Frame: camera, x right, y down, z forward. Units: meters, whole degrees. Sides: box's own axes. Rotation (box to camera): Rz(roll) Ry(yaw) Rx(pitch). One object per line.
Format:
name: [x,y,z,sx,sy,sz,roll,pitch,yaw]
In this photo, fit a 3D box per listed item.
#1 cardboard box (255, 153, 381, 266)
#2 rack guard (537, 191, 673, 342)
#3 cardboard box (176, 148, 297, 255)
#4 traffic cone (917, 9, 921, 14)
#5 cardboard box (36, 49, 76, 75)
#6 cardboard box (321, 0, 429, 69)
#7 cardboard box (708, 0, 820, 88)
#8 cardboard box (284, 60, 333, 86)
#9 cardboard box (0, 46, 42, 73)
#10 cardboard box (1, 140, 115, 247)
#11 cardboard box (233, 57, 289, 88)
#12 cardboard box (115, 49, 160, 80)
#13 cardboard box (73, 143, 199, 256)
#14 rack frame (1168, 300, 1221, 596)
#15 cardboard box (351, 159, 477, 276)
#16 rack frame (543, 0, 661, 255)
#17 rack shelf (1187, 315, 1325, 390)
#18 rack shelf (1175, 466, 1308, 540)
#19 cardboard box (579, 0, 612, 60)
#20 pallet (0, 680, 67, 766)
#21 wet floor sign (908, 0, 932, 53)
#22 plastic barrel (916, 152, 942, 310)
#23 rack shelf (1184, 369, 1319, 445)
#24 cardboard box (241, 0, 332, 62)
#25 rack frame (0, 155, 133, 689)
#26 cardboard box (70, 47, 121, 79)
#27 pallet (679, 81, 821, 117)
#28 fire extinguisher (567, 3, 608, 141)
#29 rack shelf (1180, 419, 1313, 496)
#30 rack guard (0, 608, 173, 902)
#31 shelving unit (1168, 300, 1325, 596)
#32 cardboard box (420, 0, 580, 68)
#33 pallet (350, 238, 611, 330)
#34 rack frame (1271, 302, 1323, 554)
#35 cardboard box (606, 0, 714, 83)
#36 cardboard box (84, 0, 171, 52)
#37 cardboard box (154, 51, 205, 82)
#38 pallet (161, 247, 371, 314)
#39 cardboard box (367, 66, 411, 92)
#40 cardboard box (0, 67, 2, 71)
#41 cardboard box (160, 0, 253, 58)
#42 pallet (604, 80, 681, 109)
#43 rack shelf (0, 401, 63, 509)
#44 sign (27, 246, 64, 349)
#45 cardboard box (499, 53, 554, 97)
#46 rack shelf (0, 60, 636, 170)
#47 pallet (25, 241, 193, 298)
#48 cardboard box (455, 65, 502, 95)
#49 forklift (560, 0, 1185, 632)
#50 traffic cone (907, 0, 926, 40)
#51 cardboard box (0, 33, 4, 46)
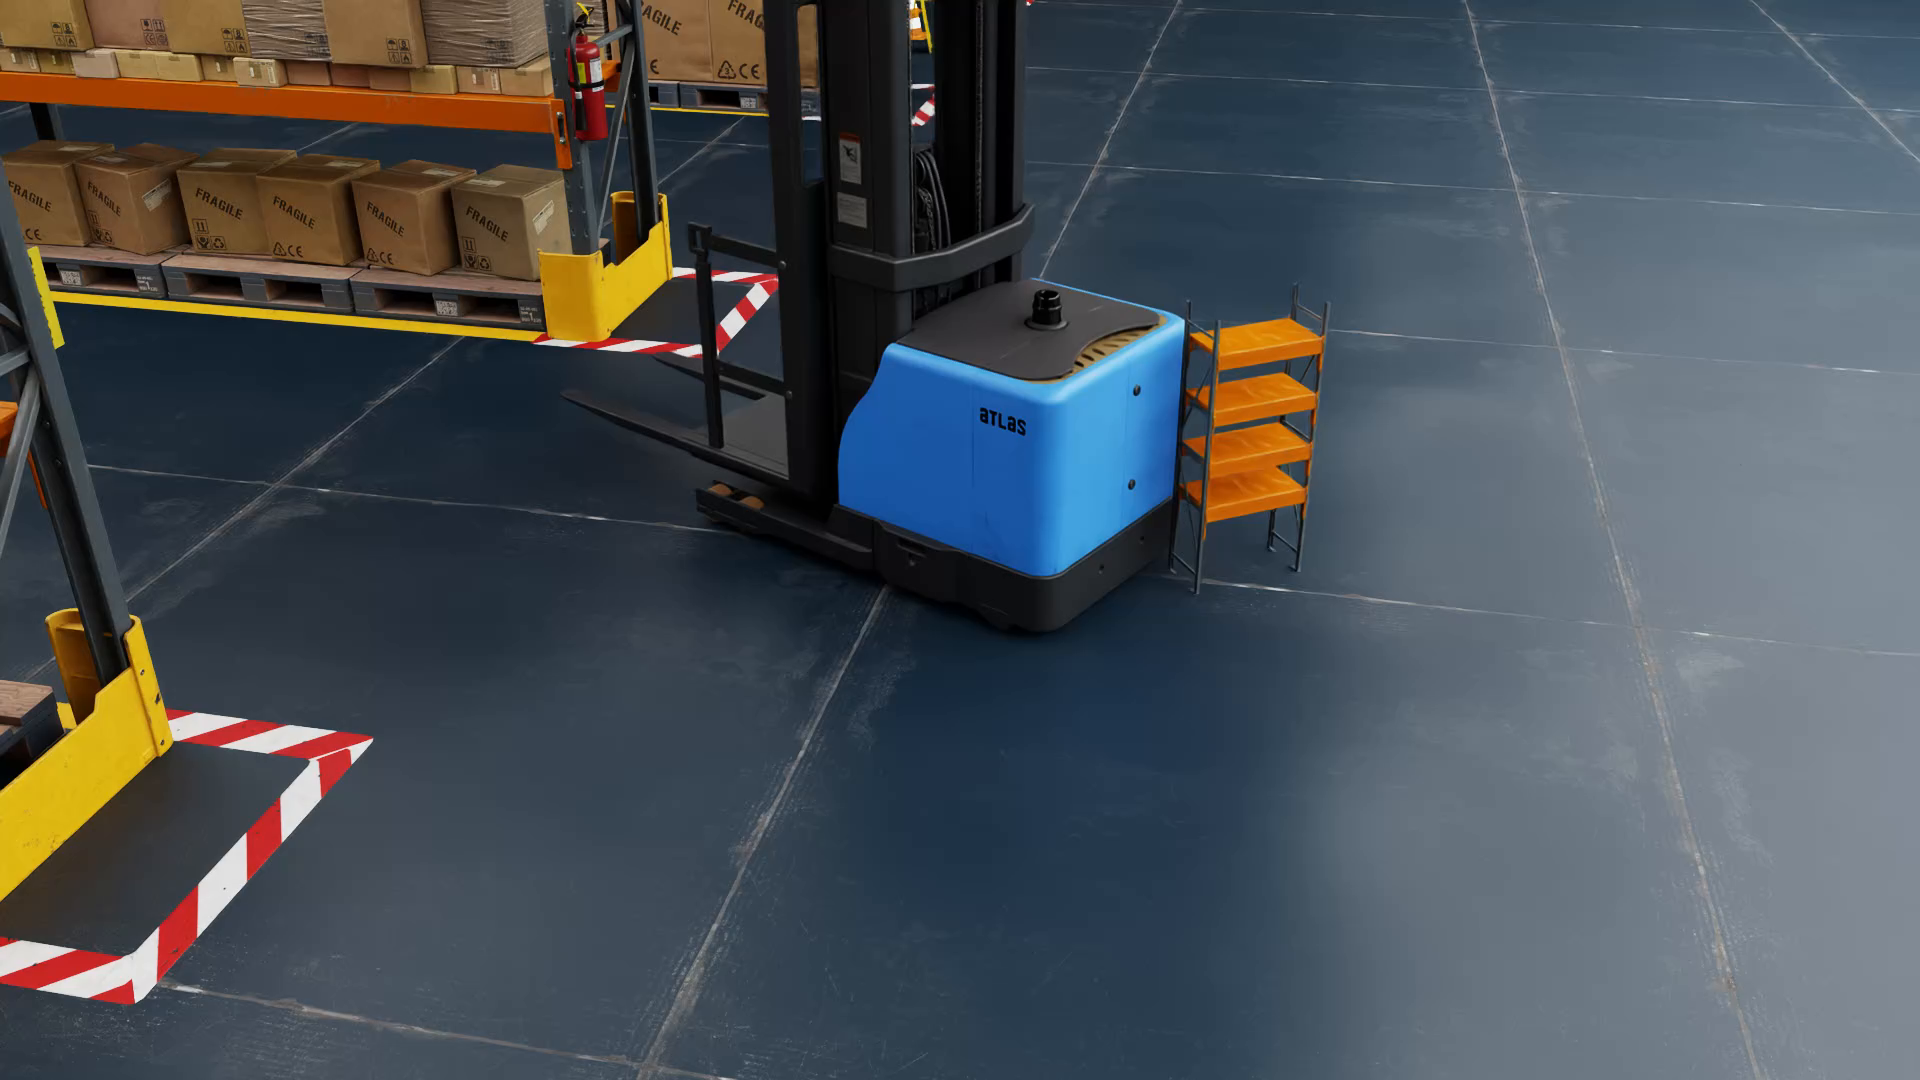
cardboard box: [-3.772,-1.968,9.886,0.500,0.500,0.500,9,30,15]
rack guard: [-2.039,-1.605,9.661,0.348,0.500,1.175,6,29,11]
cardboard box: [-4.308,-2.045,10.027,0.500,0.500,0.500,3,29,6]
traffic cone: [-0.585,-5.673,17.129,0.334,0.463,0.336,6,29,11]
cardboard box: [-4.990,-2.758,9.426,0.250,0.149,0.380,6,29,11]
cardboard box: [-3.011,-2.930,9.065,0.500,0.500,0.875,6,29,11]
cardboard box: [-1.507,-4.302,13.760,0.875,0.875,0.875,6,29,11]
cardboard box: [-3.512,-2.633,9.198,0.250,0.149,0.380,6,29,11]
cardboard box: [-5.237,-2.779,9.464,0.250,0.149,0.380,6,29,11]
cardboard box: [-5.493,-2.124,10.172,0.500,0.500,0.500,5,29,9]
cardboard box: [-3.775,-2.617,9.167,0.250,0.149,0.380,6,29,11]
cardboard box: [-4.501,-2.708,9.335,0.250,0.149,0.380,6,29,11]
cardboard box: [-4.932,-2.070,10.073,0.500,0.500,0.500,16,32,26]
rack frame: [0.930,-0.351,6.642,0.015,1.200,0.240,-11,31,-20]
cardboard box: [-3.163,-1.896,9.755,0.500,0.500,0.500,14,32,24]
rack frame: [-1.964,-2.694,9.047,0.127,3.000,1.000,6,29,11]
rack shelf: [1.155,-0.741,6.537,0.480,0.148,0.258,-11,31,-20]
rack shelf: [1.155,-0.164,6.853,0.480,0.148,0.258,-11,31,-20]
cardboard box: [-3.259,-4.482,14.088,0.875,0.875,0.875,6,29,11]
pallet: [-3.876,0.786,5.595,1.213,0.211,1.003,6,29,11]
wet floor sign: [-0.388,-4.907,15.542,0.232,0.644,0.267,1,29,2]
plastic barrel: [-6.079,-0.788,6.716,11.718,1.474,3.032,6,29,11]
rack shelf: [1.155,-0.534,6.650,0.480,0.148,0.258,-11,31,-20]
cardboard box: [-3.491,-3.001,9.193,0.500,0.500,0.875,6,29,11]
rack frame: [-2.999,-0.368,4.798,0.127,3.000,1.000,6,29,11]
cardboard box: [-4.754,-2.714,9.345,0.250,0.149,0.380,6,29,11]
pallet: [-1.628,-3.833,14.032,1.213,0.211,1.003,6,29,11]
fire extinguisher: [-1.949,-2.432,8.649,0.183,0.674,0.296,6,29,11]
rack shelf: [1.155,-0.338,6.758,0.480,0.148,0.258,-11,31,-20]
rack guard: [-3.083,0.743,5.372,0.348,0.500,1.175,6,29,11]
shelving unit: [1.153,-0.396,6.725,0.499,1.200,0.258,-11,31,-20]
cardboard box: [-2.497,-2.936,9.076,0.500,0.500,0.875,6,29,11]
pallet: [-2.826,-1.577,9.910,1.213,0.211,1.003,6,29,11]
rack frame: [1.380,-0.443,6.809,0.006,1.046,0.228,-11,31,-20]
cardboard box: [-2.368,-4.390,13.920,0.875,0.875,0.875,5,29,10]
cardboard box: [-4.457,-3.126,9.422,0.500,0.500,0.875,6,29,11]
cardboard box: [-4.259,-2.678,9.279,0.250,0.149,0.380,6,29,11]
pallet: [-4.015,-1.700,10.135,1.213,0.211,1.003,6,29,11]
cardboard box: [-3.027,-2.574,9.090,0.250,0.149,0.380,6,29,11]
cardboard box: [-5.487,-2.791,9.486,0.250,0.149,0.380,6,29,11]
cardboard box: [-3.977,-3.056,9.295,0.500,0.500,0.875,6,29,11]
pallet: [-2.818,-3.957,14.258,1.213,0.211,1.003,6,29,11]
rack shelf: [-4.955,-0.253,5.338,4.000,0.370,1.077,6,29,11]
sign: [-2.880,-0.747,5.203,0.005,0.325,0.100,6,29,11]
cardboard box: [-2.286,-2.515,8.983,0.250,0.149,0.380,6,29,11]
rack shelf: [-3.920,-2.579,9.586,4.000,0.370,1.077,6,29,11]
pallet: [-5.212,-1.821,10.357,1.213,0.211,1.003,6,29,11]
cardboard box: [-2.531,-2.541,9.029,0.250,0.149,0.380,6,29,11]
forklift: [-2.227,-5.717,14.640,16.431,2.935,13.043,20,35,32]
traffic cone: [-0.484,-5.117,16.115,0.334,0.463,0.336,6,29,11]
cardboard box: [-5.449,-3.195,9.549,0.500,0.500,0.875,6,29,11]
